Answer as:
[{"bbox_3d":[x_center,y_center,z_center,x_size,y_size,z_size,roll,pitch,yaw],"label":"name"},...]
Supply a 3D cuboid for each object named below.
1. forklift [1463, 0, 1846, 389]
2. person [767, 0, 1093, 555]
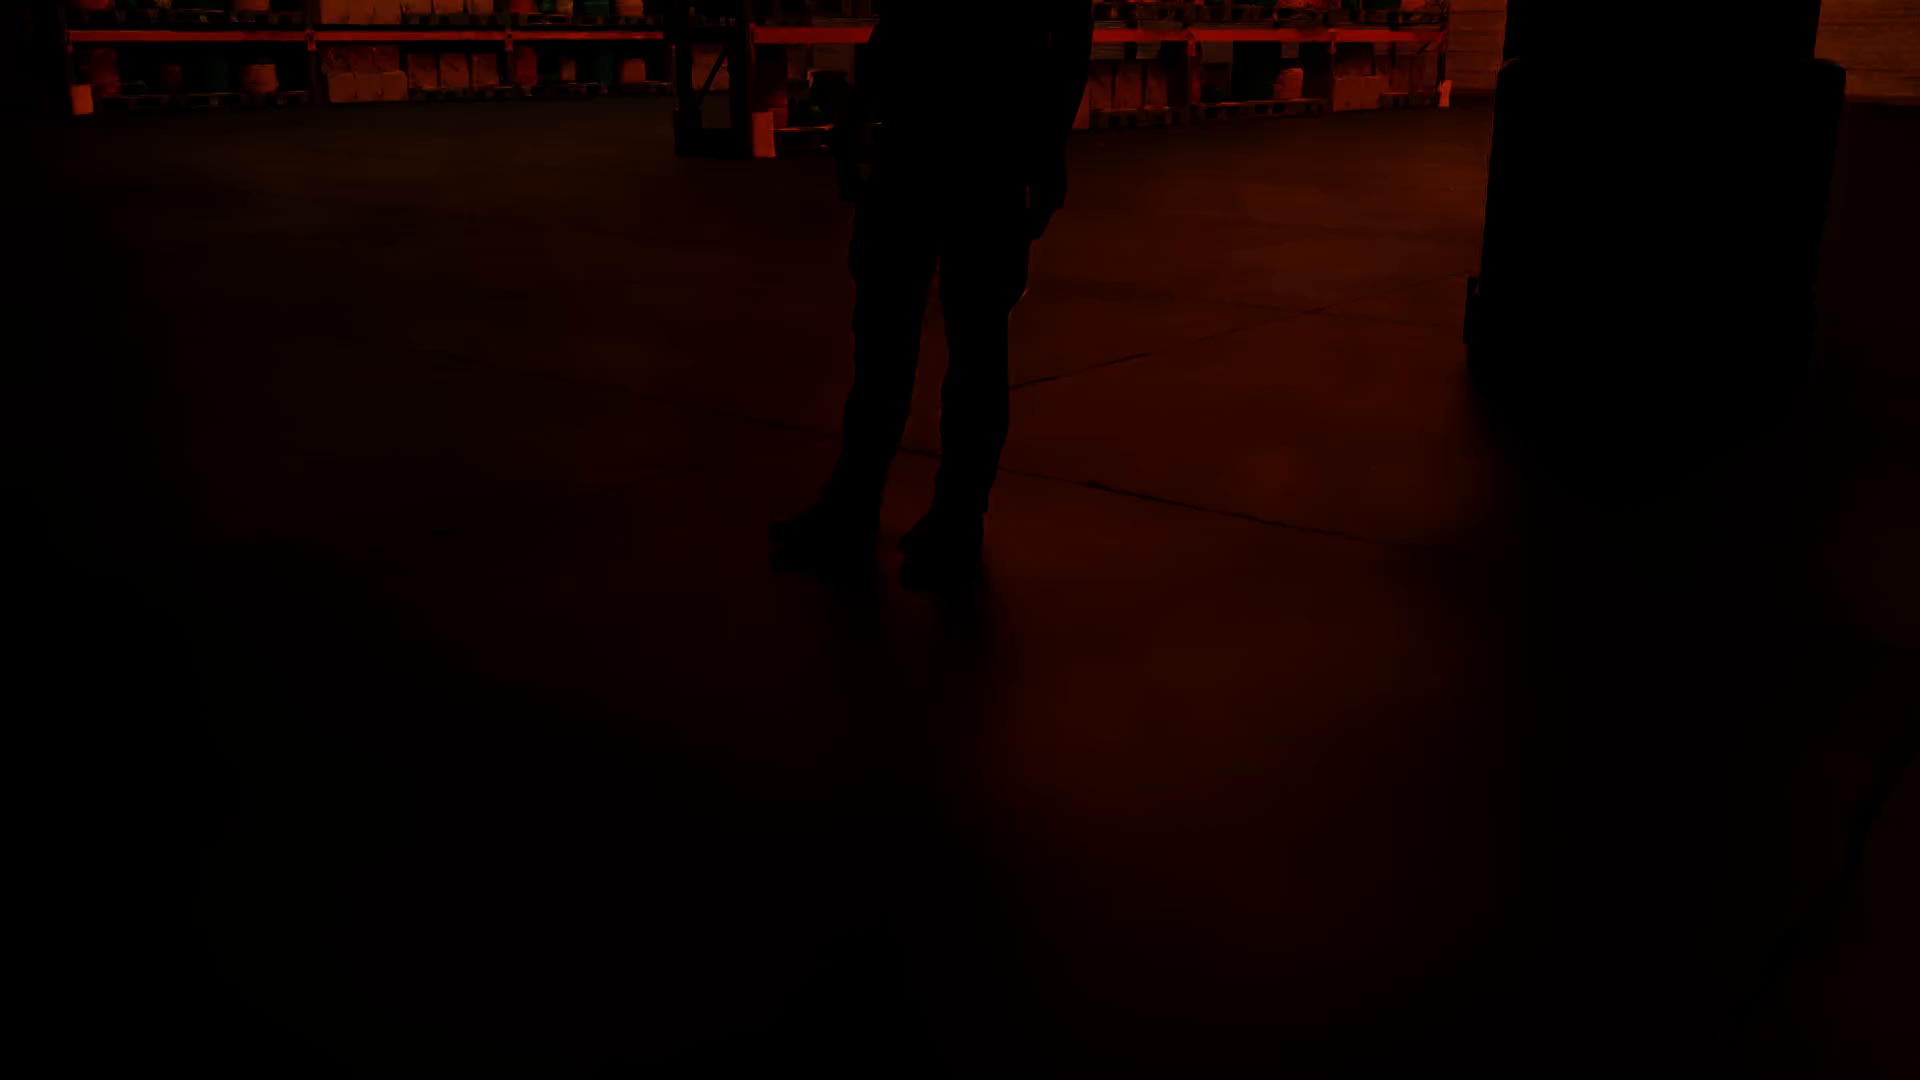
[{"bbox_3d":[2.711,-2.282,6.413,1.130,2.935,3.031,6,18,19],"label":"forklift"},{"bbox_3d":[-0.060,-0.847,3.627,0.637,1.787,0.563,13,21,37],"label":"person"}]
